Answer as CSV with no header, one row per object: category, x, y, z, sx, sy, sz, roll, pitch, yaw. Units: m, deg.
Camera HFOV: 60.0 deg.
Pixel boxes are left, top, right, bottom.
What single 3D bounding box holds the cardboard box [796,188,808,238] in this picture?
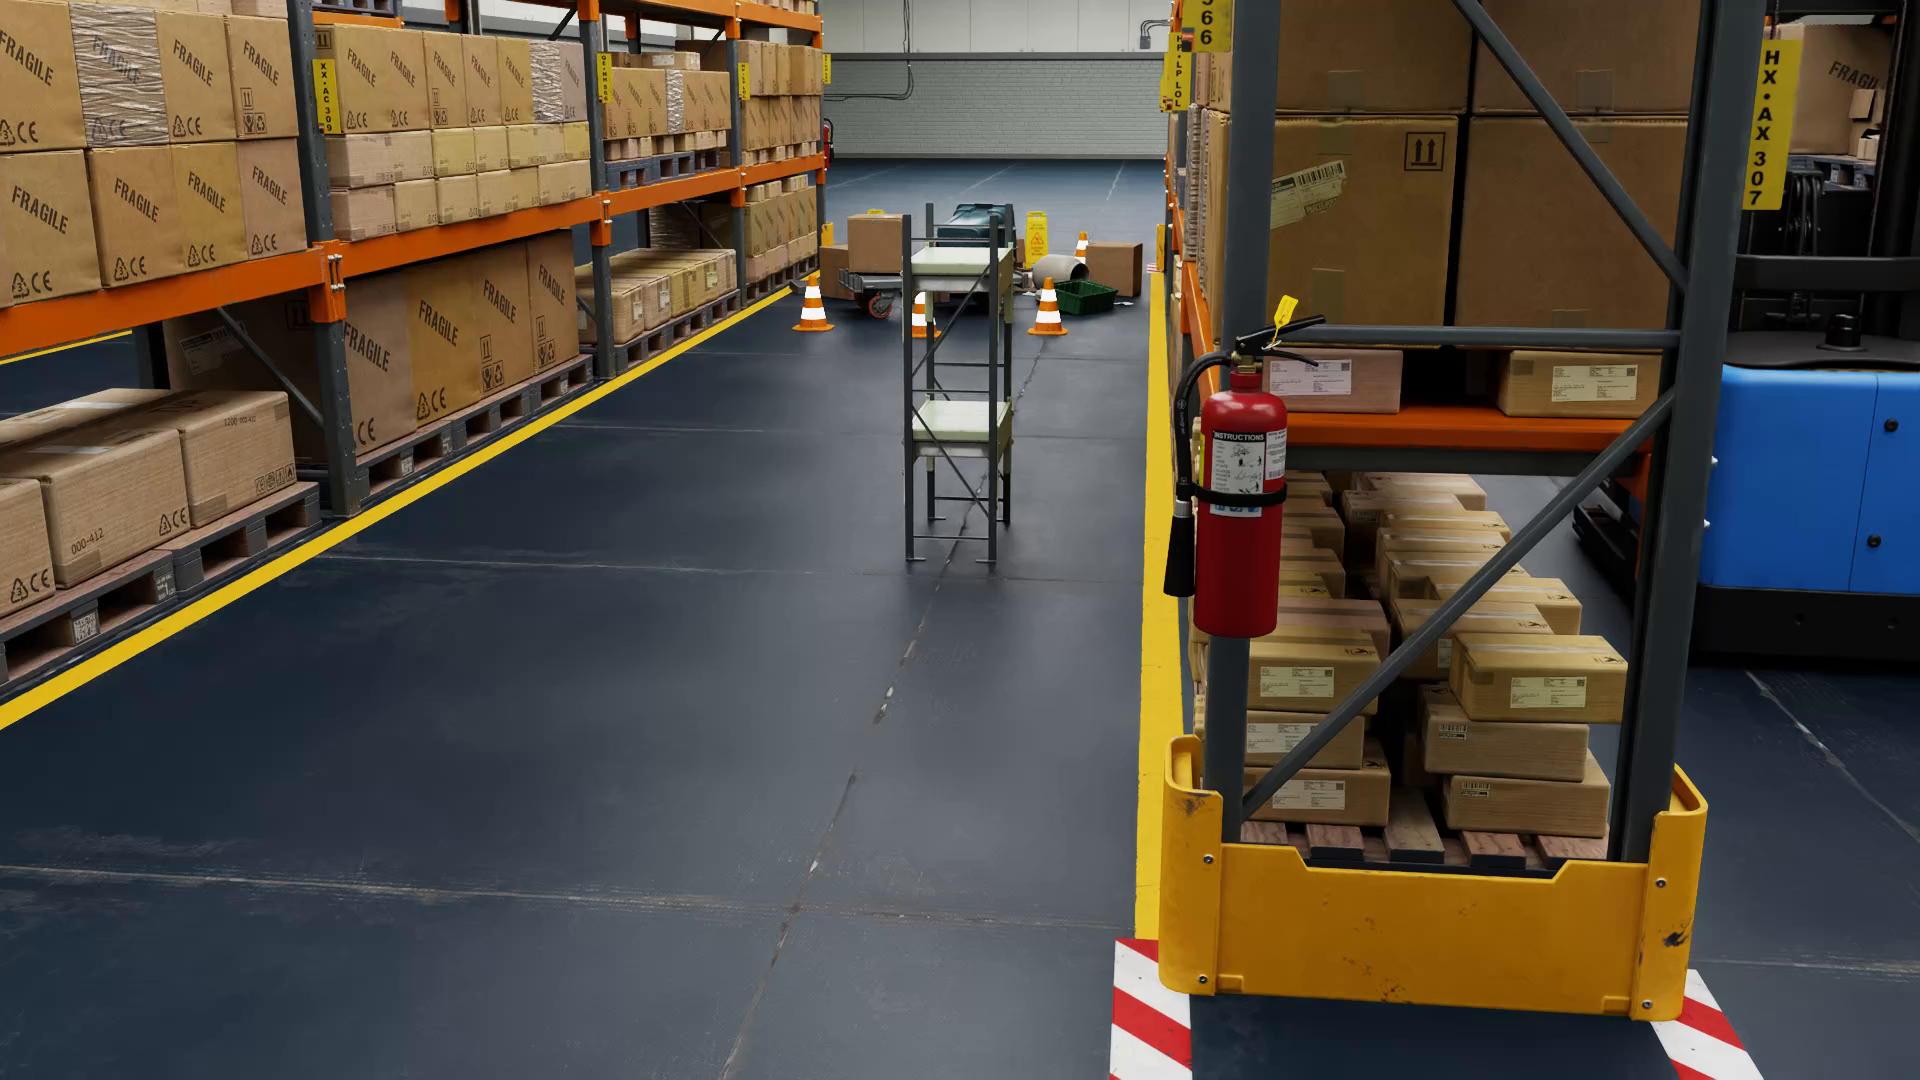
cardboard box,-1.961,-3.572,18.153,0.500,0.500,0.500,2,15,8

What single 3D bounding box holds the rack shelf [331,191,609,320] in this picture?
rack shelf,-3.203,-1.745,9.747,1.077,0.370,4.000,2,15,6

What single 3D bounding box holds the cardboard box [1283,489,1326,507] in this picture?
cardboard box,1.055,-0.080,5.728,0.380,0.149,0.250,2,15,7

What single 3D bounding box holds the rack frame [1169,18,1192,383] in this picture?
rack frame,1.953,-2.491,11.129,1.000,3.000,0.127,2,15,6

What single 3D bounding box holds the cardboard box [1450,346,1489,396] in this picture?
cardboard box,1.400,-0.437,4.012,0.380,0.149,0.250,2,15,8

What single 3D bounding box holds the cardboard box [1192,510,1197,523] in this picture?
cardboard box,1.032,-0.003,6.013,0.380,0.149,0.250,2,15,6

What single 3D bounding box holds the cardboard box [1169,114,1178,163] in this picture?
cardboard box,2.077,-3.449,14.478,0.500,0.500,0.500,2,15,7

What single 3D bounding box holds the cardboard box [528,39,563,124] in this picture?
cardboard box,-2.825,-2.867,10.410,0.500,0.500,0.500,2,15,7

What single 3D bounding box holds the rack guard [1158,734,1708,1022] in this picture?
rack guard,1.059,0.770,3.855,1.175,0.500,0.348,2,15,6

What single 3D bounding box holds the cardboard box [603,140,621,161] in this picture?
cardboard box,-2.691,-2.844,12.108,0.380,0.149,0.250,1,15,3

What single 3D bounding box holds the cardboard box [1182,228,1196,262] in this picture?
cardboard box,1.144,-1.269,7.089,0.380,0.149,0.250,2,15,8

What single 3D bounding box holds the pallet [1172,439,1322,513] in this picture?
pallet,1.588,-0.310,8.403,1.003,0.211,1.213,2,15,6

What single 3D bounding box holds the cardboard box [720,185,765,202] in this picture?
cardboard box,-2.117,-3.375,16.179,0.380,0.149,0.250,2,15,7

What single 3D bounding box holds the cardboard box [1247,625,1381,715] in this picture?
cardboard box,0.858,0.325,4.231,0.380,0.149,0.250,2,15,7

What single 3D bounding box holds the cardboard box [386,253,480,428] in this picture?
cardboard box,-3.344,-1.148,9.428,0.875,0.875,0.875,2,15,8

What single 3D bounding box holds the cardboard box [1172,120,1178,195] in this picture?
cardboard box,1.737,-2.664,11.577,0.500,0.500,0.500,2,15,6

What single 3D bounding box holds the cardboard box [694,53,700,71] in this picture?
cardboard box,-2.418,-4.051,14.087,0.380,0.149,0.250,1,15,5

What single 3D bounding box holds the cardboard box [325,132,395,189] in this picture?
cardboard box,-3.099,-1.848,8.080,0.500,0.250,0.500,1,15,5

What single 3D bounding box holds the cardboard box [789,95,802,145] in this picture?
cardboard box,-1.983,-4.469,17.683,0.500,0.500,0.500,2,15,6

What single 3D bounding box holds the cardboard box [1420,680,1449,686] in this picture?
cardboard box,1.451,0.416,4.465,0.380,0.149,0.250,2,15,6

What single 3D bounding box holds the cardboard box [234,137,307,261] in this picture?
cardboard box,-3.227,-1.494,7.249,0.500,0.500,0.500,2,15,7

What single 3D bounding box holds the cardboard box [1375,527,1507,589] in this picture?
cardboard box,1.500,0.069,5.178,0.380,0.149,0.250,2,15,8

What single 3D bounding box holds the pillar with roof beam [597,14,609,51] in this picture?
pillar with roof beam,-2.349,-10.559,29.470,9.100,9.000,0.400,2,15,6

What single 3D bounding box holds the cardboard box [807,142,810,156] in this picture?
cardboard box,-1.873,-4.326,18.397,0.380,0.149,0.250,1,15,5

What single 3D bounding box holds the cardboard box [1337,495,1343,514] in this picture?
cardboard box,1.616,-0.064,6.238,0.380,0.149,0.250,2,15,8

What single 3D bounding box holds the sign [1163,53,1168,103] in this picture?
sign,1.401,-3.066,11.035,0.100,0.325,0.005,2,15,6

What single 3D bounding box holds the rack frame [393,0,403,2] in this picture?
rack frame,-7.007,-7.727,18.999,1.000,3.000,0.127,2,15,6

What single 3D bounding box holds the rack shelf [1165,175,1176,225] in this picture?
rack shelf,2.178,-2.663,13.141,1.077,0.370,4.000,2,15,6

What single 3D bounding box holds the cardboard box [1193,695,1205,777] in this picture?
cardboard box,0.830,0.545,4.558,0.380,0.149,0.250,2,15,8

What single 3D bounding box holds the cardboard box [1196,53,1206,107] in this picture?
cardboard box,1.018,-1.621,5.233,0.500,0.500,0.500,1,15,4

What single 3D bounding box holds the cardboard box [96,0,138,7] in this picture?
cardboard box,-3.326,-2.067,6.208,0.380,0.149,0.250,2,15,6

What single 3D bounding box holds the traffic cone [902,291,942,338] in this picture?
traffic cone,-0.314,-1.956,14.010,0.336,0.463,0.334,2,15,6

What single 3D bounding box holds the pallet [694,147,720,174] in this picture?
pallet,-2.757,-3.362,14.716,1.003,0.211,1.213,2,15,6

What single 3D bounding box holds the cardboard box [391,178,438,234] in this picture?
cardboard box,-3.060,-1.742,8.644,0.500,0.250,0.500,1,15,5

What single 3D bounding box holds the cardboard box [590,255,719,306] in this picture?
cardboard box,-2.660,-2.260,14.503,0.950,0.372,0.625,3,15,10

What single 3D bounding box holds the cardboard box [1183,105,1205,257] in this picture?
cardboard box,1.054,-1.267,5.838,0.500,0.500,0.500,1,15,5

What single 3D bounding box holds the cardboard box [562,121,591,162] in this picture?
cardboard box,-2.779,-2.647,11.033,0.500,0.250,0.500,2,15,6

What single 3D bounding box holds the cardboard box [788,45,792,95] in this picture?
cardboard box,-2.129,-4.830,17.100,0.700,0.500,0.500,2,15,6

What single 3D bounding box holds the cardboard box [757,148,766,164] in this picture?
cardboard box,-2.132,-3.799,16.447,0.380,0.149,0.250,2,15,8

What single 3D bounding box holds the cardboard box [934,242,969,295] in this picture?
cardboard box,0.146,-2.773,16.694,0.797,0.637,0.503,2,15,6

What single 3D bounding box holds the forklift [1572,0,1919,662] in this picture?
forklift,3.339,-1.320,6.928,1.130,2.935,3.031,2,15,9

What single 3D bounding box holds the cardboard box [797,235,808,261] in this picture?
cardboard box,-1.965,-3.210,18.248,0.500,0.250,0.500,2,15,6

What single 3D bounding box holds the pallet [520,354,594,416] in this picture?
pallet,-3.141,-1.063,11.187,1.003,0.211,1.213,2,15,6

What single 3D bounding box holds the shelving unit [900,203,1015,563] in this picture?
shelving unit,0.001,-0.726,7.473,0.431,1.500,0.755,2,15,6

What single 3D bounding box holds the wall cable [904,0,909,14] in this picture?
wall cable,-0.261,-16.938,49.337,3.097,2.526,0.112,2,15,6

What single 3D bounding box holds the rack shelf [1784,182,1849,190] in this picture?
rack shelf,7.095,-2.491,12.504,1.077,0.370,4.000,2,15,6

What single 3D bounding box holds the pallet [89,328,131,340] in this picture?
pallet,-7.638,-1.938,14.425,1.003,0.211,1.213,2,15,6

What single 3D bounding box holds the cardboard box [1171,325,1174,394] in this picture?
cardboard box,1.566,-1.181,10.267,0.500,0.500,0.500,2,15,7

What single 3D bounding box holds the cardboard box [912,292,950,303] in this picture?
cardboard box,-0.301,-2.477,16.313,0.258,0.266,0.396,-10,18,-32

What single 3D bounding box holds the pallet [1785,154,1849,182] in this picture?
pallet,7.090,-3.070,13.636,1.003,0.211,1.213,2,15,6

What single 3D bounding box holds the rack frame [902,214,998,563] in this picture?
rack frame,-0.041,-0.631,7.122,0.400,1.500,0.023,2,15,6

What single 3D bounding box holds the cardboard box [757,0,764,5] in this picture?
cardboard box,-2.135,-5.315,16.307,0.380,0.149,0.250,1,15,5

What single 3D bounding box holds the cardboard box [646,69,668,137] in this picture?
cardboard box,-2.591,-3.389,12.882,0.500,0.500,0.500,2,15,7

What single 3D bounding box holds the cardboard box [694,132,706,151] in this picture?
cardboard box,-2.376,-3.386,14.115,0.380,0.149,0.250,2,15,7

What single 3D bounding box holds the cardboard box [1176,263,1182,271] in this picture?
cardboard box,1.577,-1.546,10.181,0.500,0.250,0.500,2,15,6

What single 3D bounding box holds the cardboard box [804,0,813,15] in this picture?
cardboard box,-1.832,-5.846,18.271,0.380,0.149,0.250,2,15,7
